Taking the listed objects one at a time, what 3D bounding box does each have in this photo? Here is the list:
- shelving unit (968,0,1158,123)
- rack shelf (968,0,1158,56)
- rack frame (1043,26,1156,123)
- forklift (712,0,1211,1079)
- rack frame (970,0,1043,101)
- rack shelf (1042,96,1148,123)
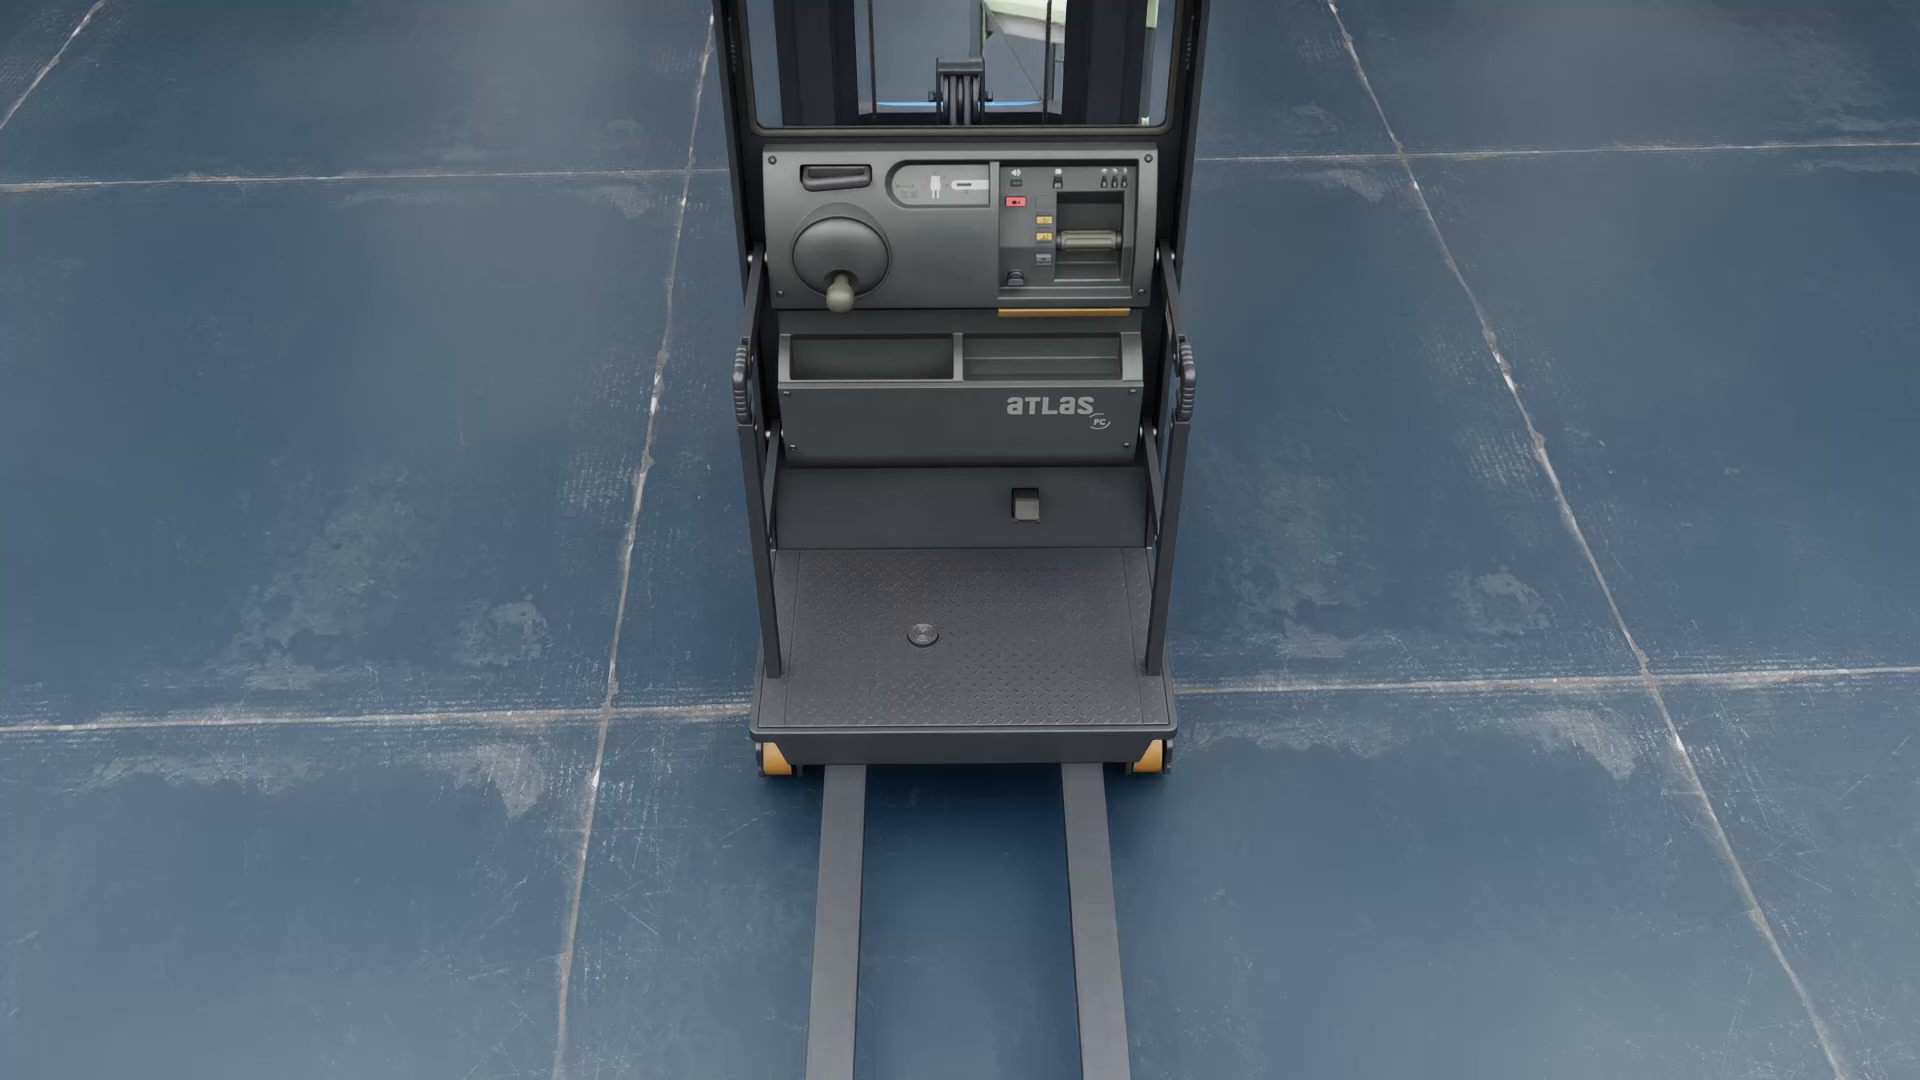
[{"bbox_3d":[0.358,-1.466,5.740,0.431,1.500,0.755,15,45,16],"label":"shelving unit"},{"bbox_3d":[0.358,-1.754,5.476,0.431,0.370,0.720,15,45,16],"label":"rack shelf"},{"bbox_3d":[0.495,-1.696,5.990,0.400,1.500,0.023,15,45,16],"label":"rack frame"},{"bbox_3d":[0.006,-0.655,3.796,1.130,2.935,3.031,0,43,0],"label":"forklift"},{"bbox_3d":[0.221,-1.237,5.490,0.400,1.500,0.023,15,45,16],"label":"rack frame"},{"bbox_3d":[0.358,-1.226,5.960,0.431,0.370,0.720,15,45,16],"label":"rack shelf"}]
